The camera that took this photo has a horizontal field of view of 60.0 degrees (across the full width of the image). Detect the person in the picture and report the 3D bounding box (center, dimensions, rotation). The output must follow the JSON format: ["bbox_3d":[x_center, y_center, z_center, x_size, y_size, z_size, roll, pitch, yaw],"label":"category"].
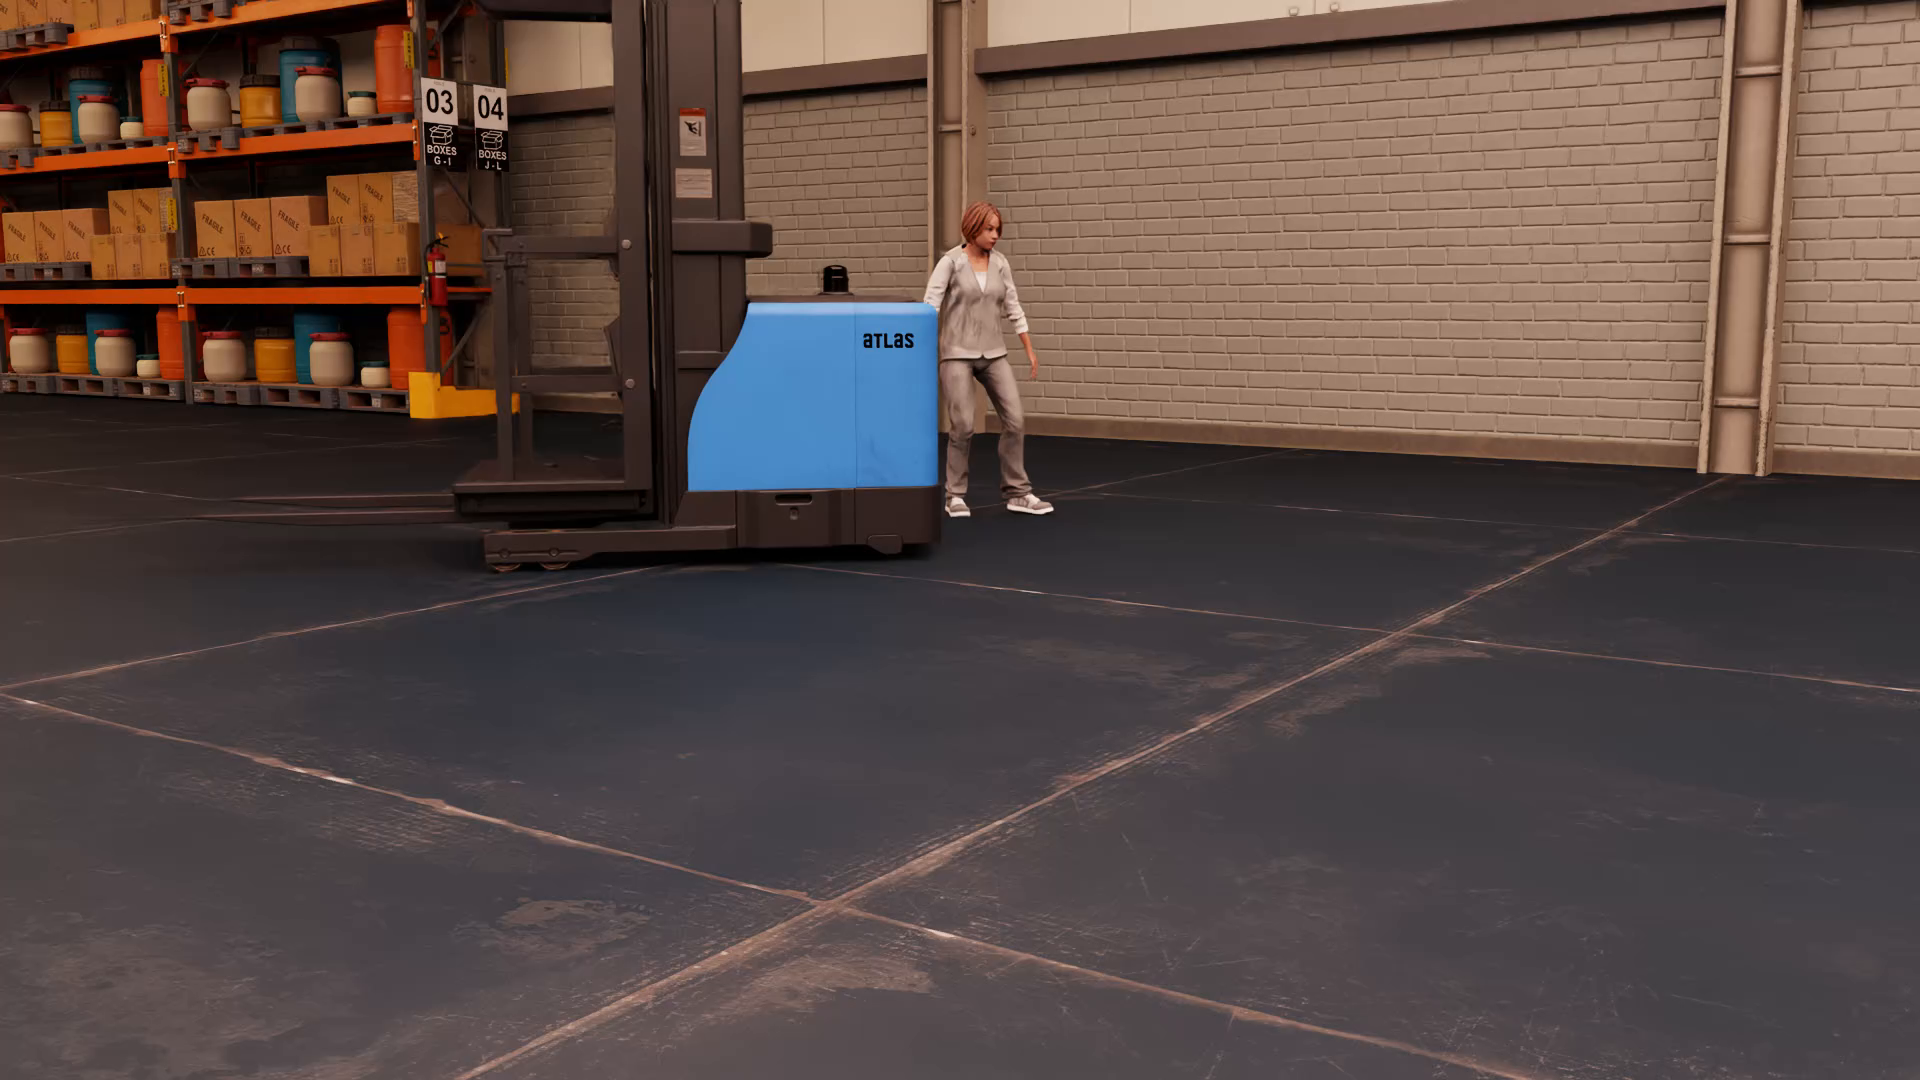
[{"bbox_3d":[0.107,-0.901,8.404,0.700,1.568,0.353,-4,9,-23],"label":"person"}]

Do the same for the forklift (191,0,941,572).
[{"bbox_3d":[-1.645,-1.404,7.063,3.031,2.935,1.130,-1,8,-10],"label":"forklift"}]
